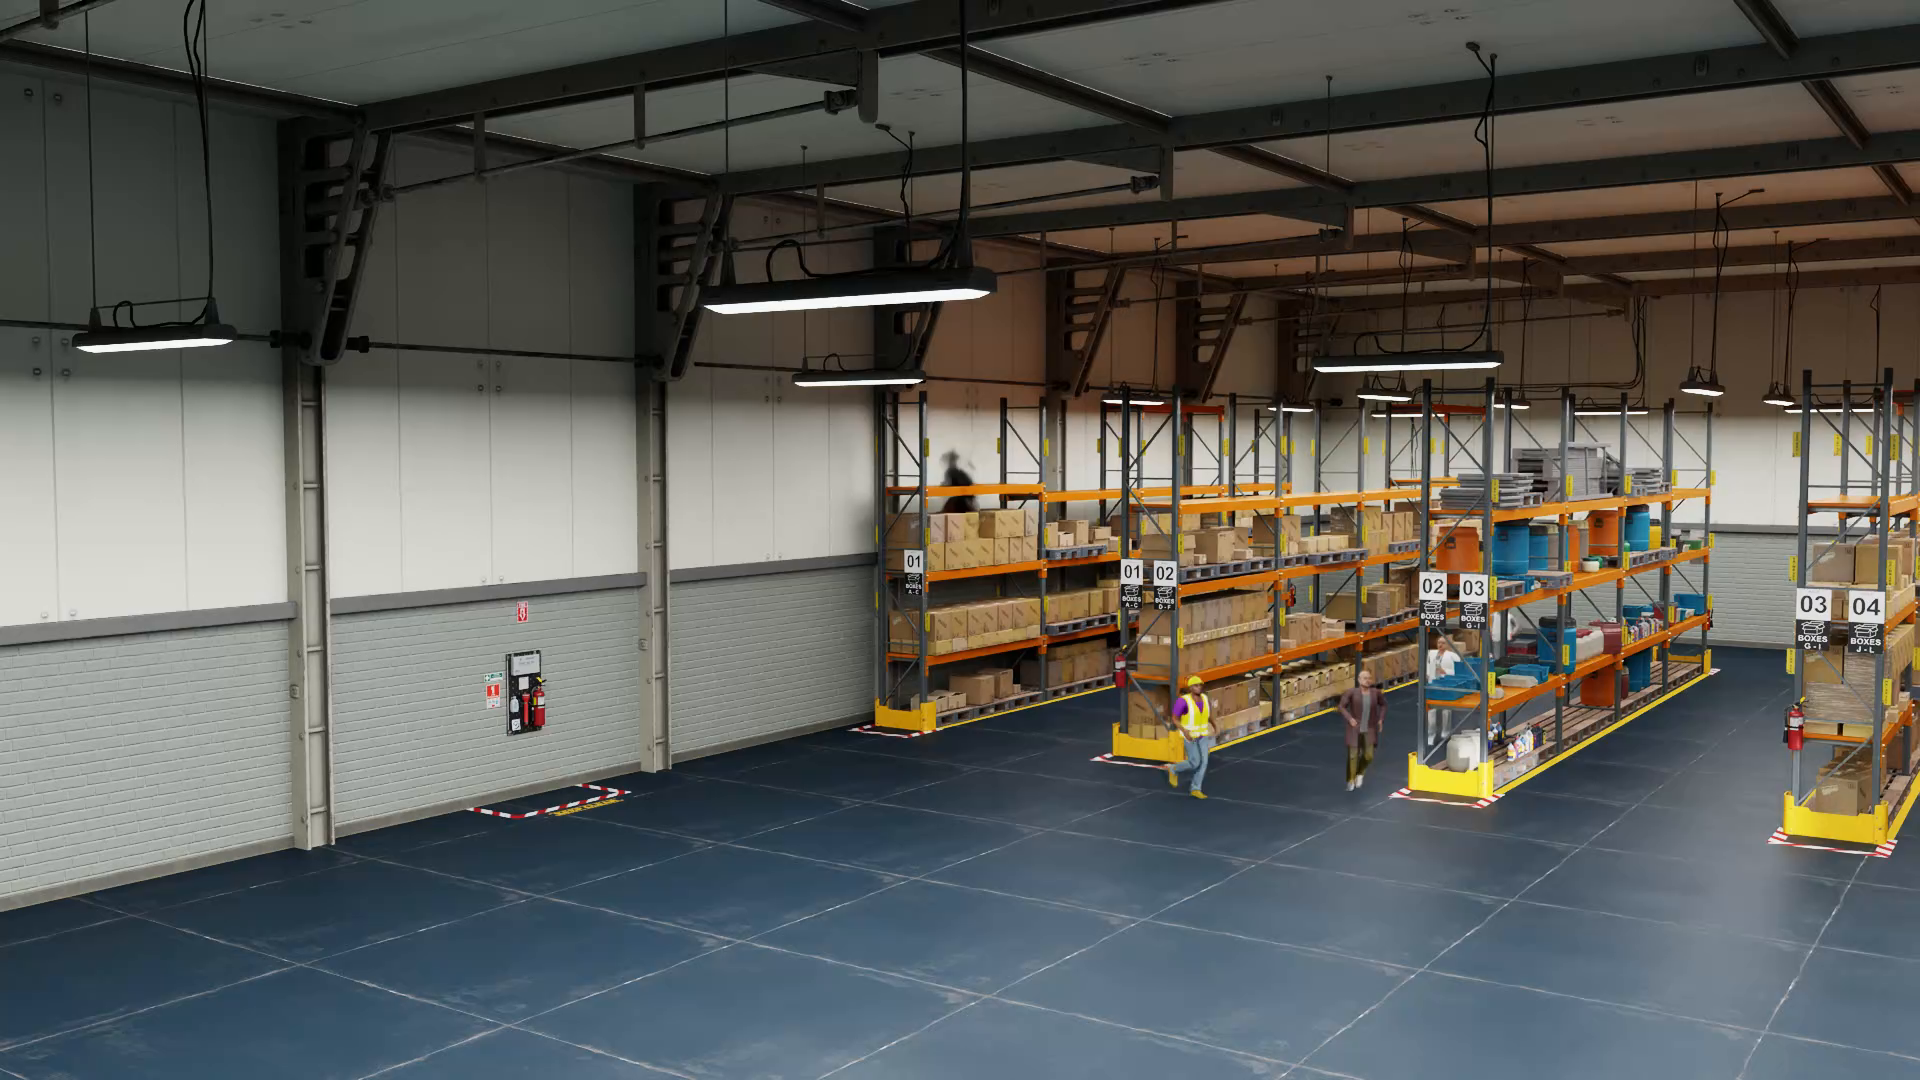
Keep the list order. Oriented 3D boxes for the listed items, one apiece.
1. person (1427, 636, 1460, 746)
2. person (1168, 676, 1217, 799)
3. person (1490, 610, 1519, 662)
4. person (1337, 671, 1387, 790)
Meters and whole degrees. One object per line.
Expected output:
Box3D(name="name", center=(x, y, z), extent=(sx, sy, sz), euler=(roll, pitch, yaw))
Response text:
Box3D(name="person", center=(8.149, 2.546, 28.172), extent=(0.685, 1.844, 0.785), euler=(2, 4, 29))
Box3D(name="person", center=(3.355, 2.816, 23.947), extent=(0.698, 1.741, 0.662), euler=(-2, 4, -30))
Box3D(name="person", center=(11.671, 2.156, 35.795), extent=(0.661, 1.744, 0.733), euler=(1, 3, 24))
Box3D(name="person", center=(5.889, 2.789, 24.265), extent=(0.760, 1.747, 0.614), euler=(0, 3, 4))
